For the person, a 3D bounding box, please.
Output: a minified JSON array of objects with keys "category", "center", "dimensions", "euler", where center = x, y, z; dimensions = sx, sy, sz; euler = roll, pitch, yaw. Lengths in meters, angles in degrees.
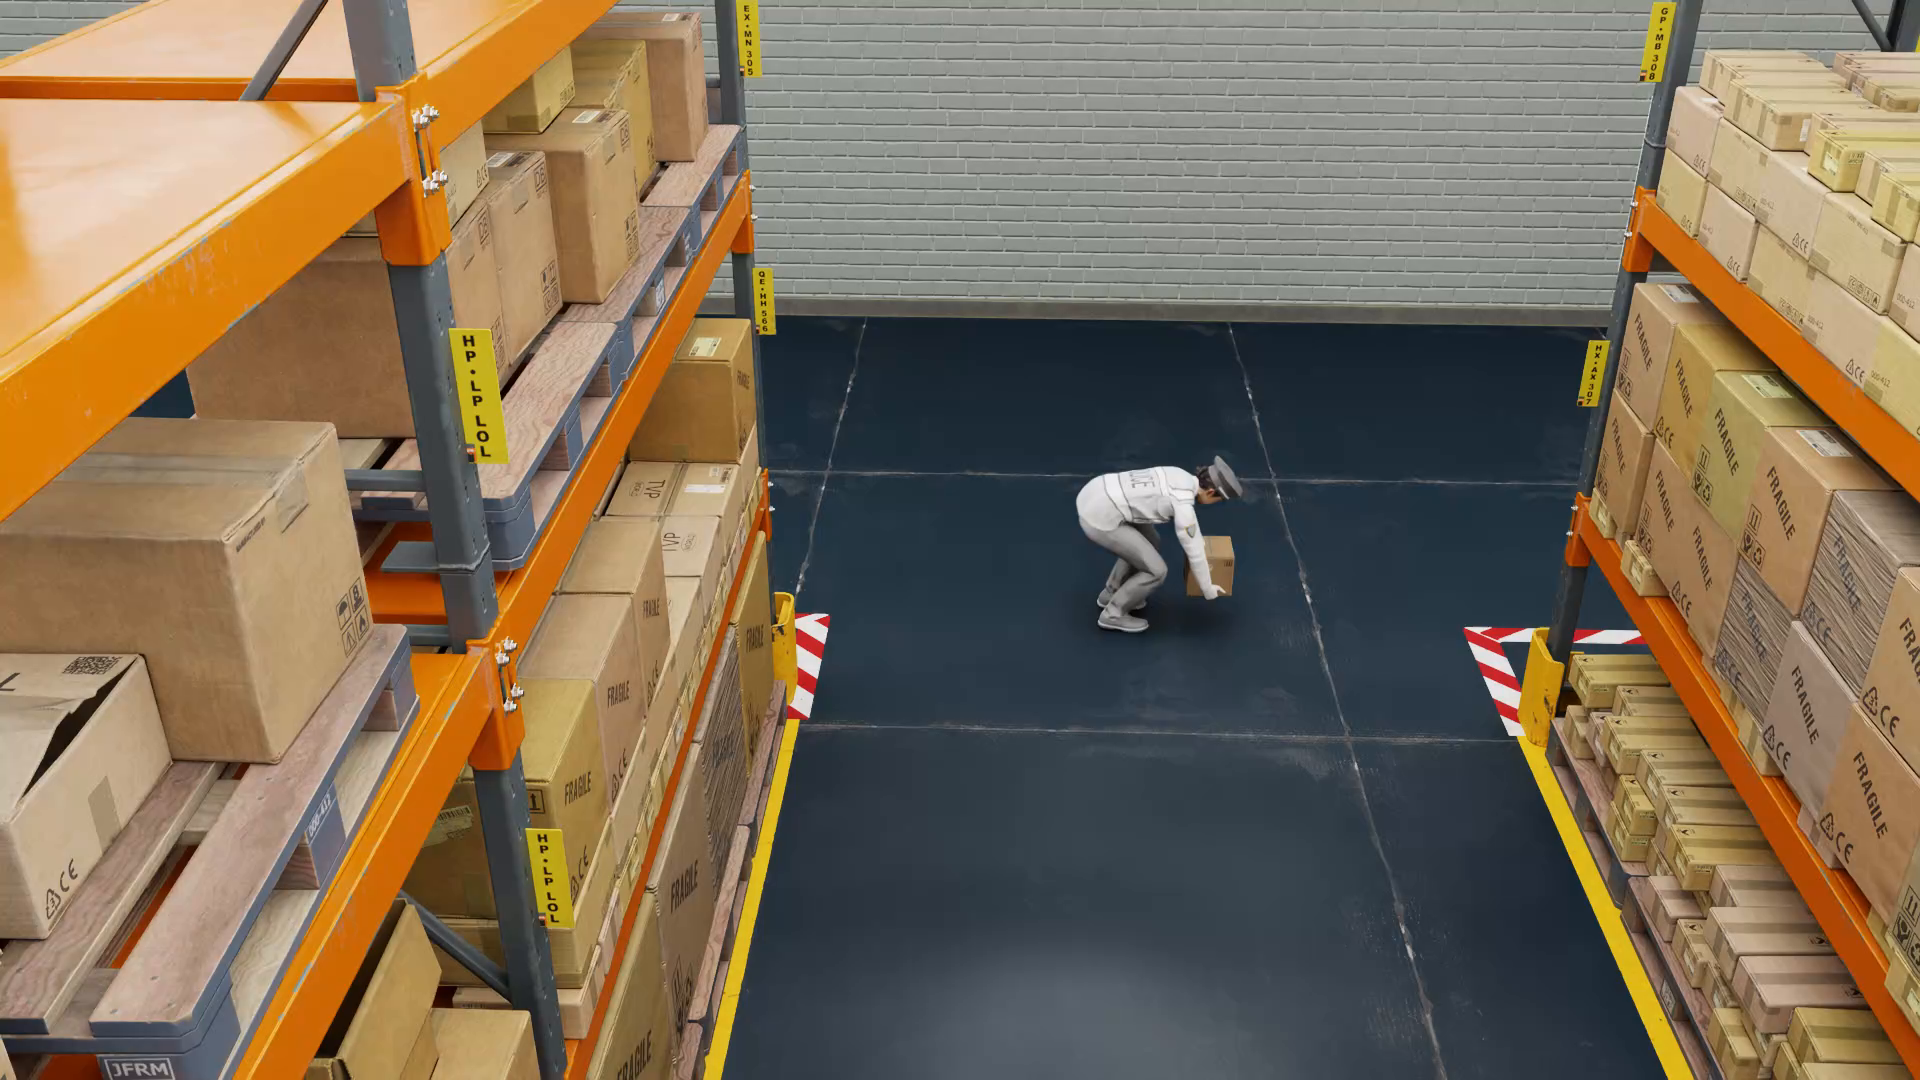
[{"category":"person","center":[1.105,0.004,9.323],"dimensions":[0.919,0.998,0.466],"euler":[0,28,-1]}]
